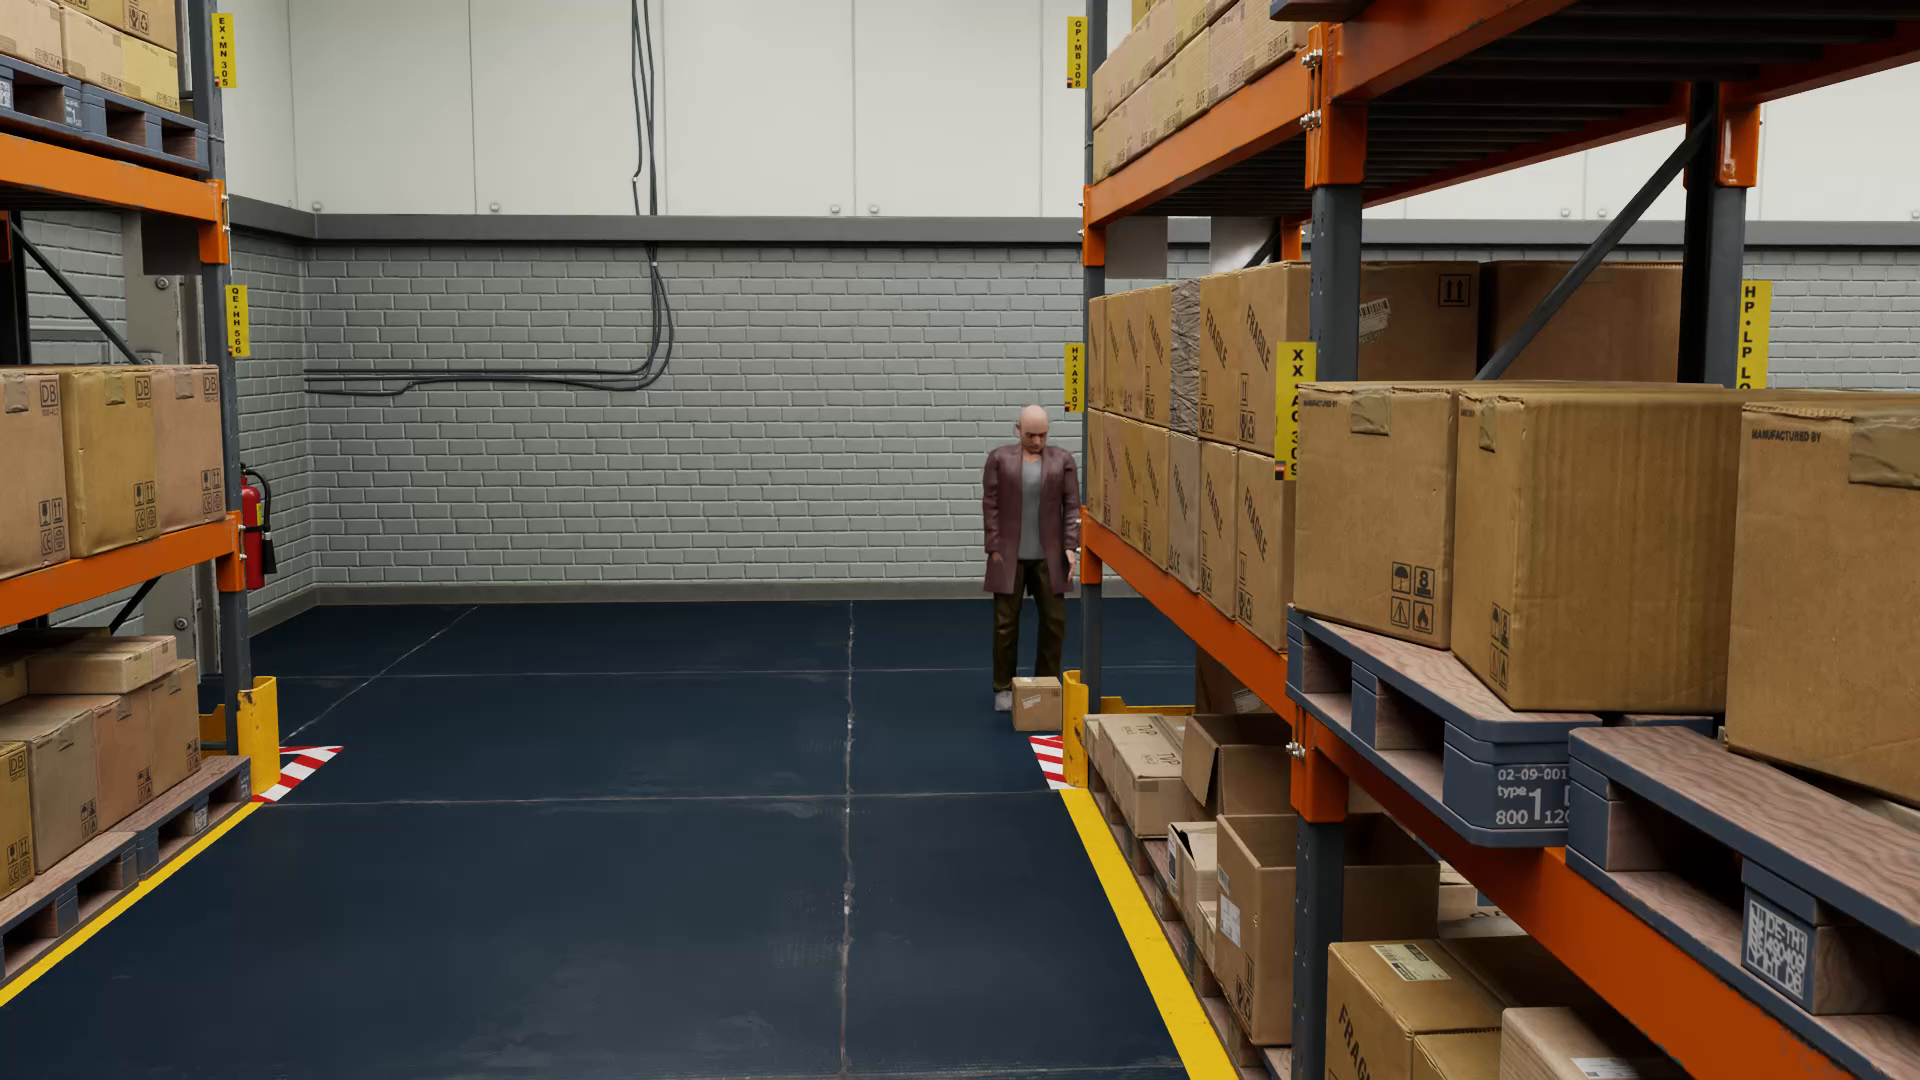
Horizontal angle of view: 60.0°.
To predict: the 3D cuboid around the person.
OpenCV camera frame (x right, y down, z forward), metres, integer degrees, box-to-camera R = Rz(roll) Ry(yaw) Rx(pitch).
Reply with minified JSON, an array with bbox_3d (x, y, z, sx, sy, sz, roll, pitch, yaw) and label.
[{"bbox_3d":[0.415,0.102,9.579,0.575,1.759,0.389,0,7,-2],"label":"person"}]
